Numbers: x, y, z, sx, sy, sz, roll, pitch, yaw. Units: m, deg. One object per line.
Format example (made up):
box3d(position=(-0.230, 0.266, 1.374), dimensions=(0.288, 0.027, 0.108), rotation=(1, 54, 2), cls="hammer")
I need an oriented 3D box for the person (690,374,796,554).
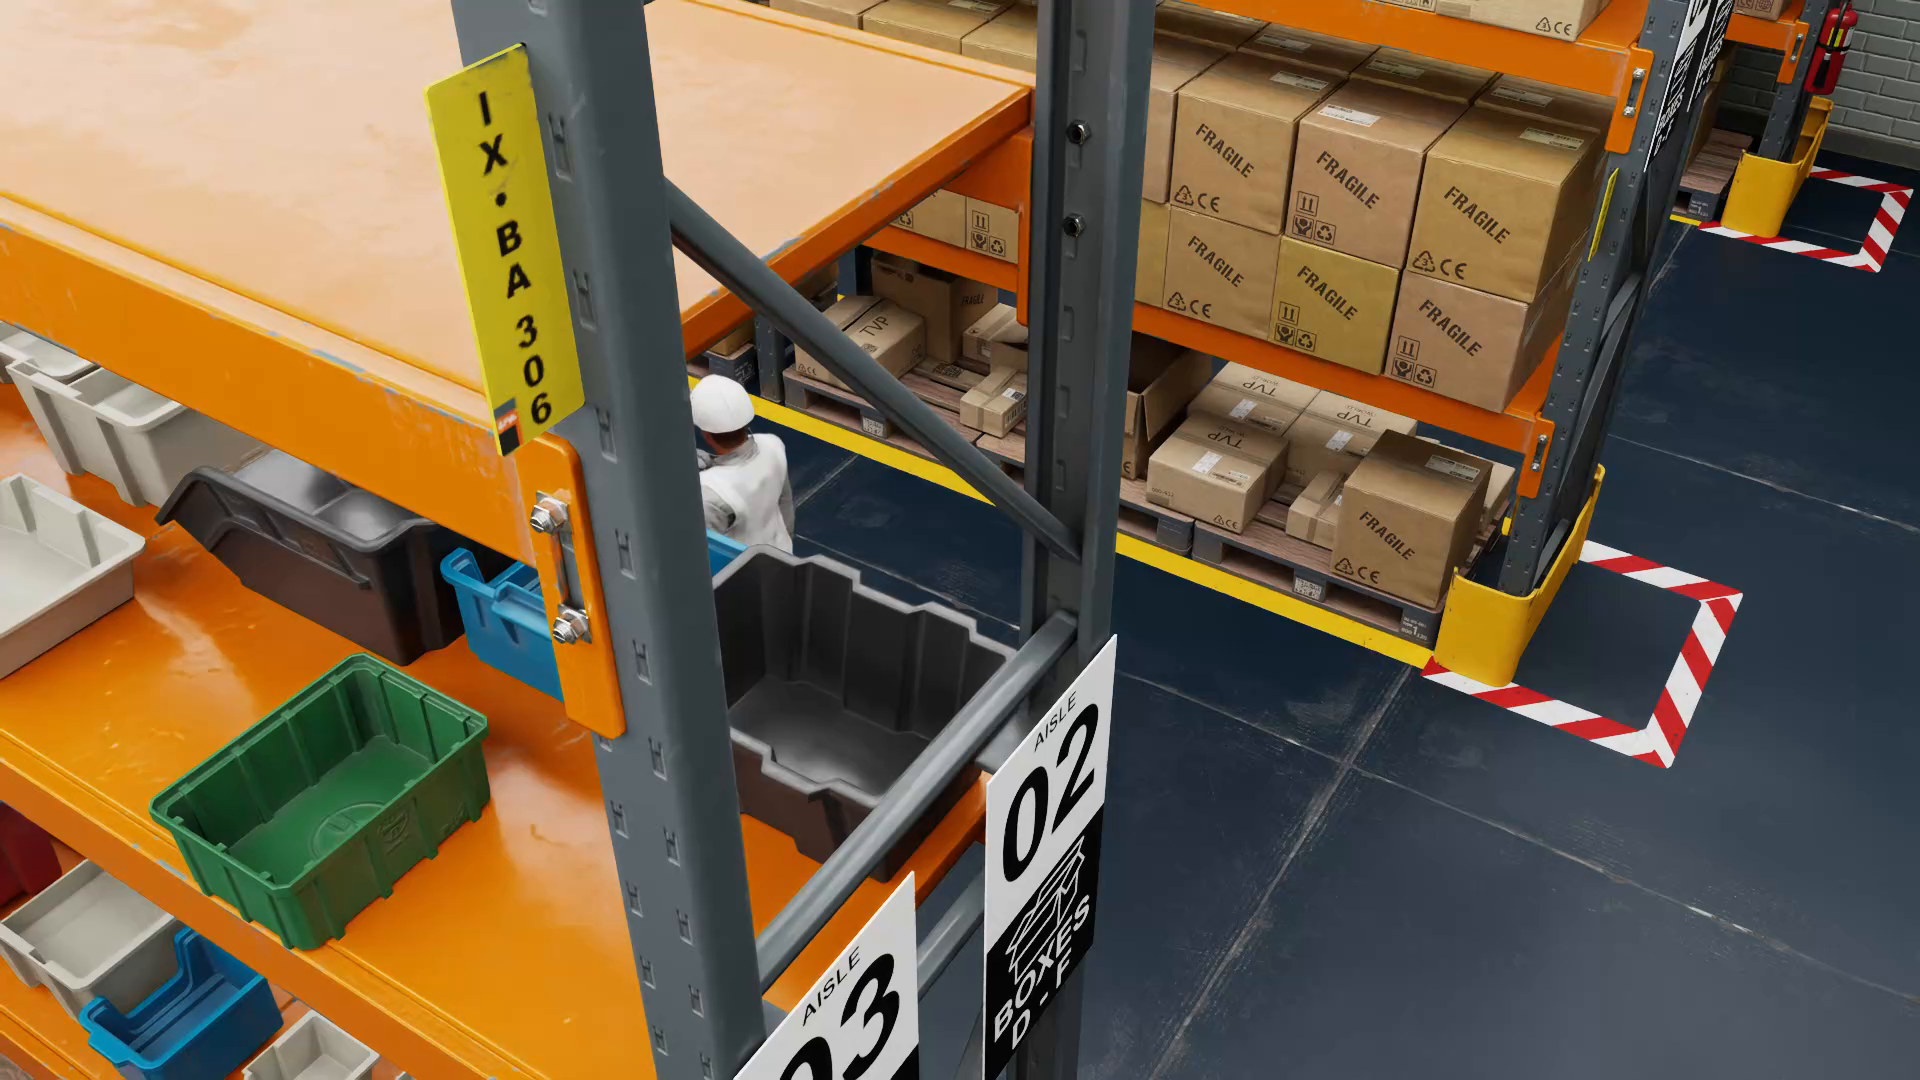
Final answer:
box3d(position=(-0.855, 0.135, 6.430), dimensions=(0.353, 1.776, 0.557), rotation=(17, 41, 20), cls="person")
